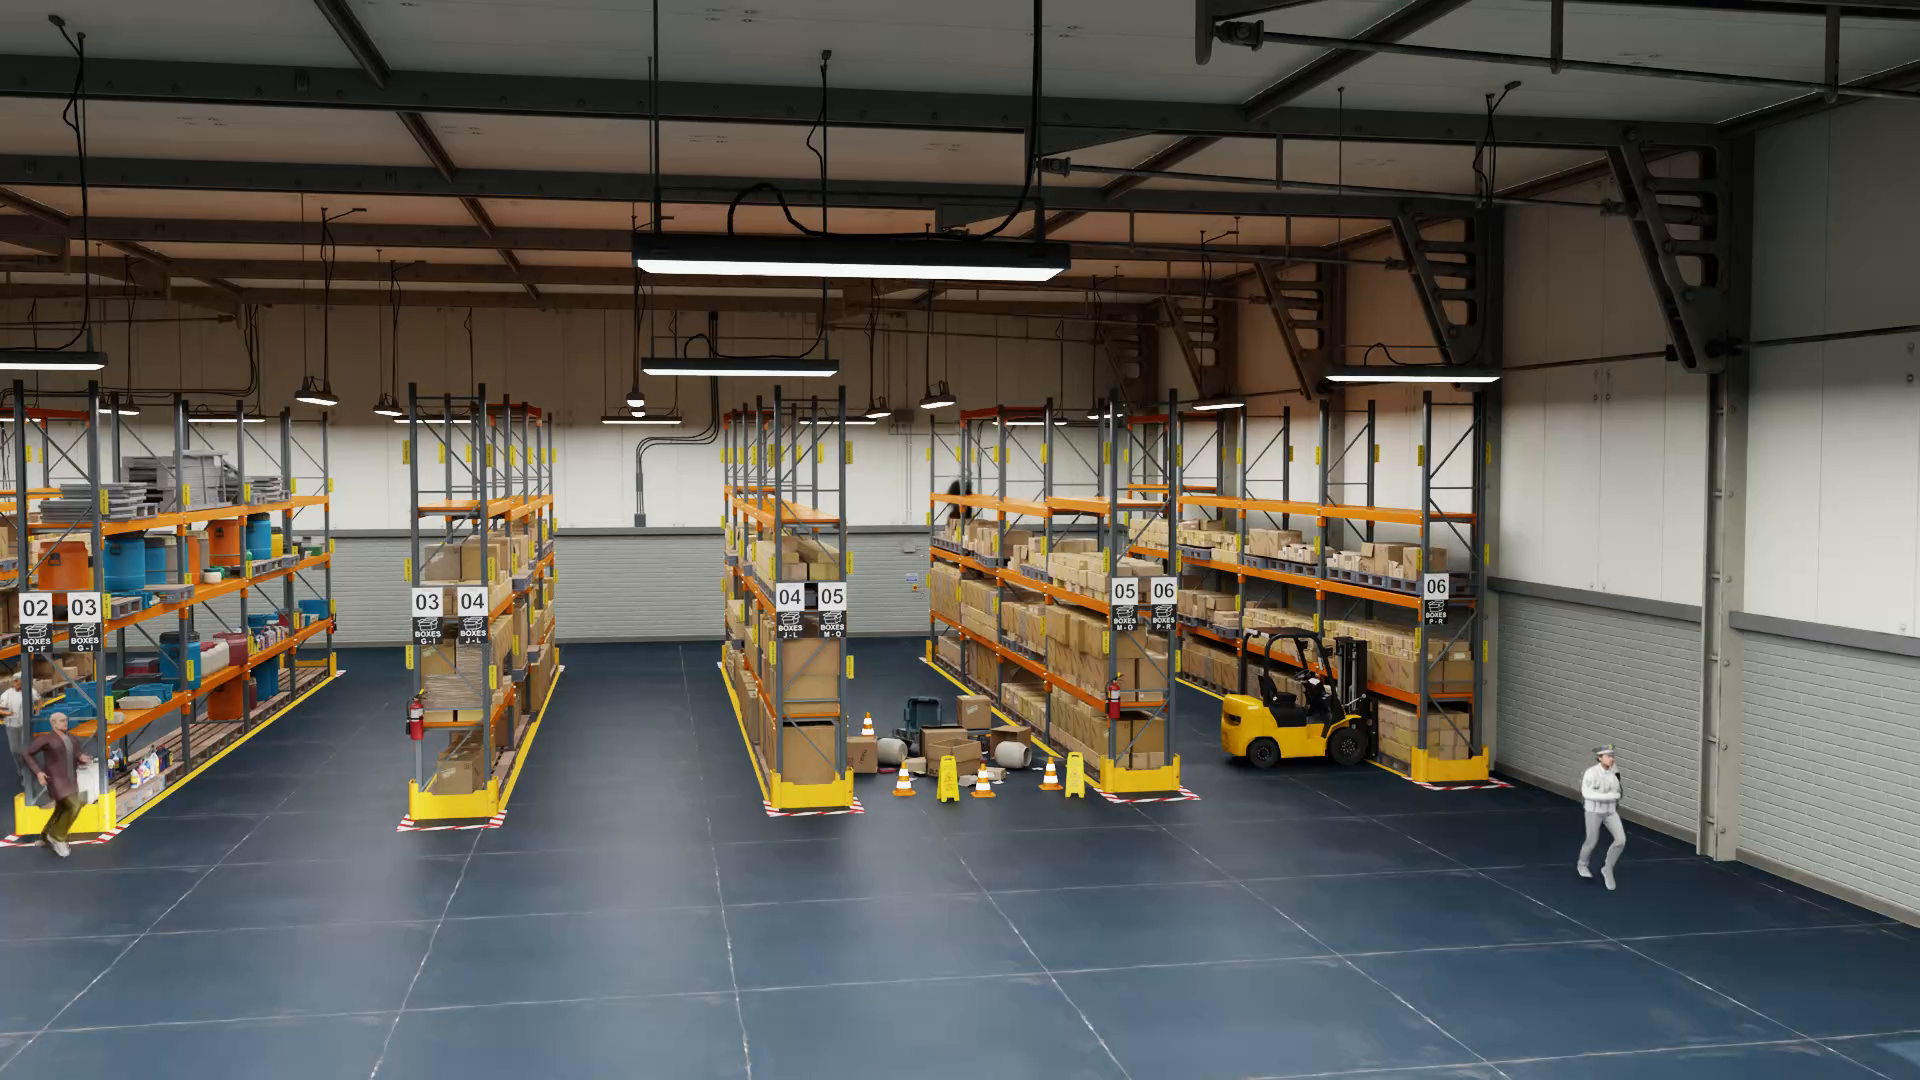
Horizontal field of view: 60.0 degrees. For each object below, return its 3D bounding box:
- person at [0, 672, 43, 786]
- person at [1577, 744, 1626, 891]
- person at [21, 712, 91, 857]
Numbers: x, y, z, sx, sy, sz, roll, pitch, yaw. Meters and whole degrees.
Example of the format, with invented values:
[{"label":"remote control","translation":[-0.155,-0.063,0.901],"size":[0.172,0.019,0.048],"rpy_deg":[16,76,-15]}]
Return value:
[{"label":"person","translation":[-14.410,2.865,25.498],"size":[0.602,1.680,0.934],"rpy_deg":[-1,3,-25]},{"label":"person","translation":[7.449,3.184,19.323],"size":[0.639,1.697,0.805],"rpy_deg":[-1,3,-15]},{"label":"person","translation":[-11.269,3.062,20.861],"size":[0.772,1.804,0.671],"rpy_deg":[0,3,6]}]
